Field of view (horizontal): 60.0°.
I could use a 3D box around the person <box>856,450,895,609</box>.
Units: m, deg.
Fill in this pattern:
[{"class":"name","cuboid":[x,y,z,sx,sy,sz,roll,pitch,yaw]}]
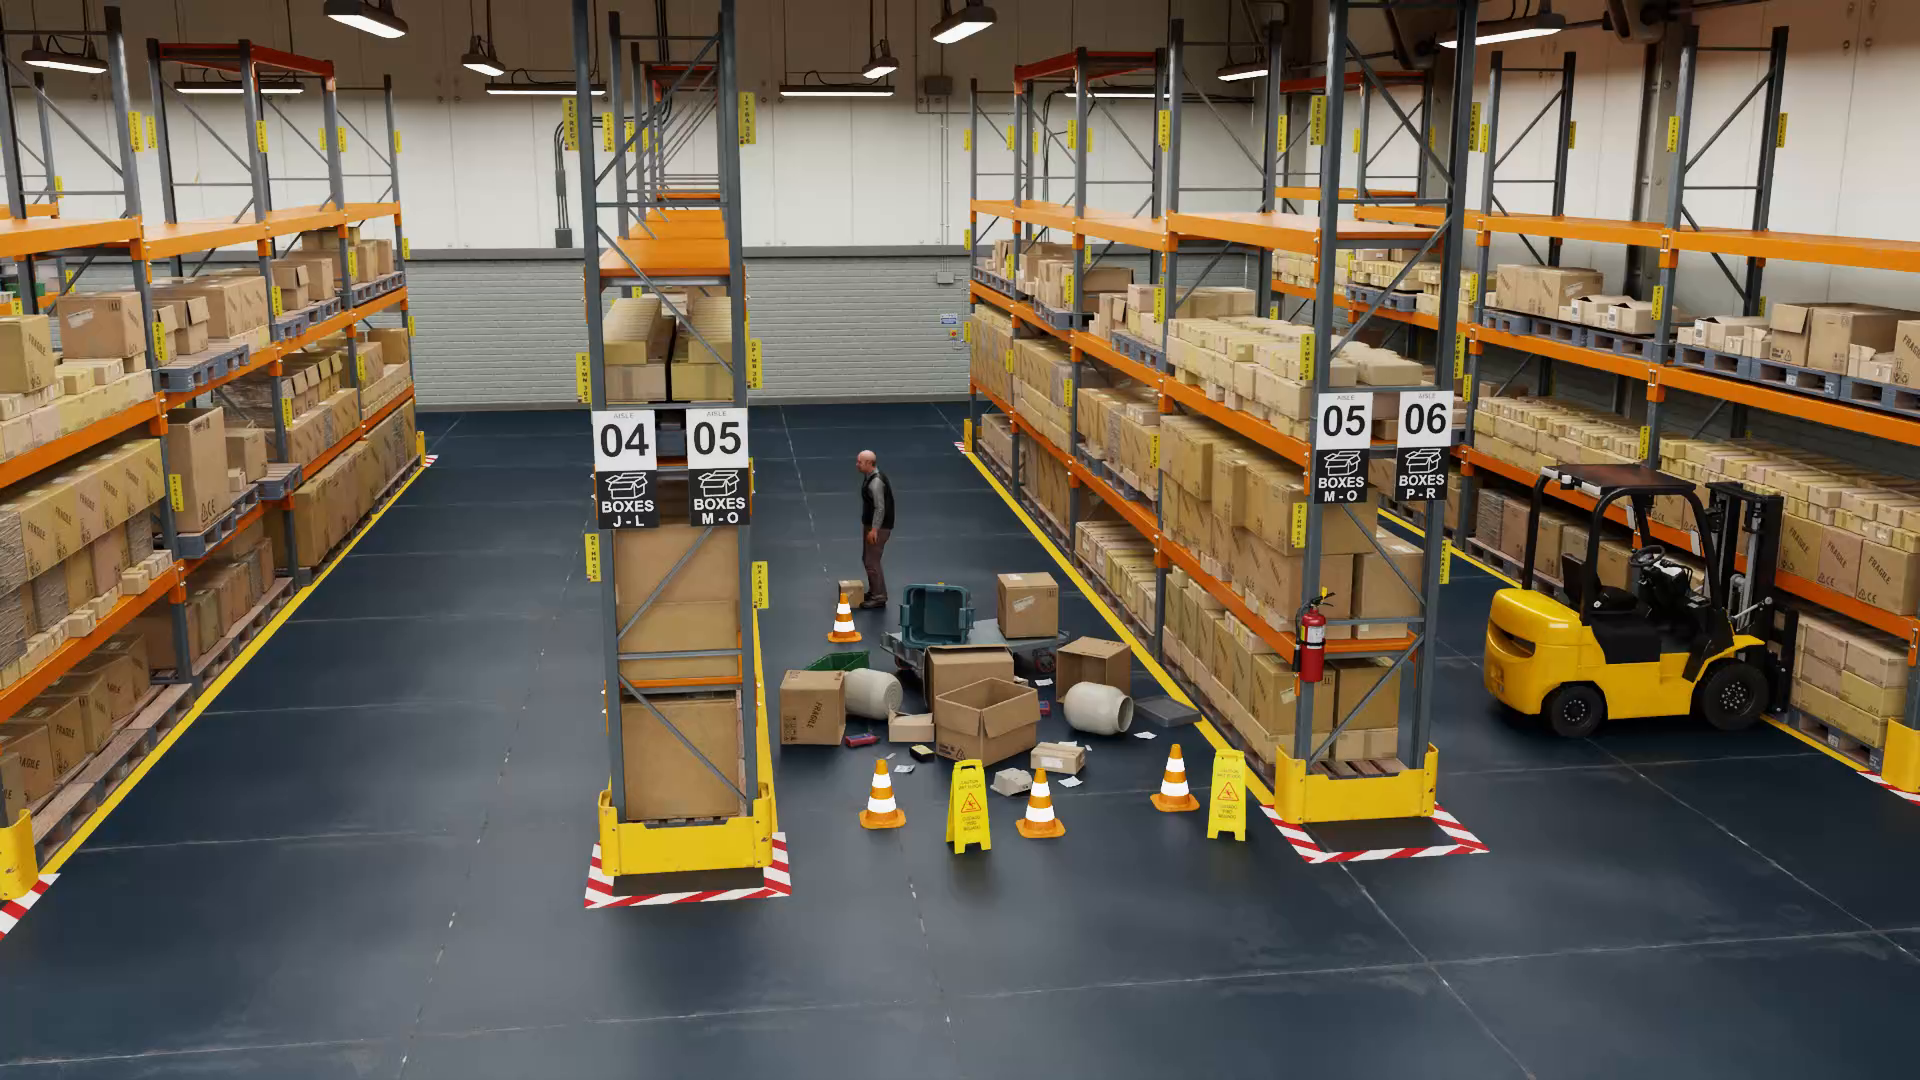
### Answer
[{"class":"person","cuboid":[-0.919,-0.133,18.110,0.412,1.720,0.585,-2,13,-9]}]
